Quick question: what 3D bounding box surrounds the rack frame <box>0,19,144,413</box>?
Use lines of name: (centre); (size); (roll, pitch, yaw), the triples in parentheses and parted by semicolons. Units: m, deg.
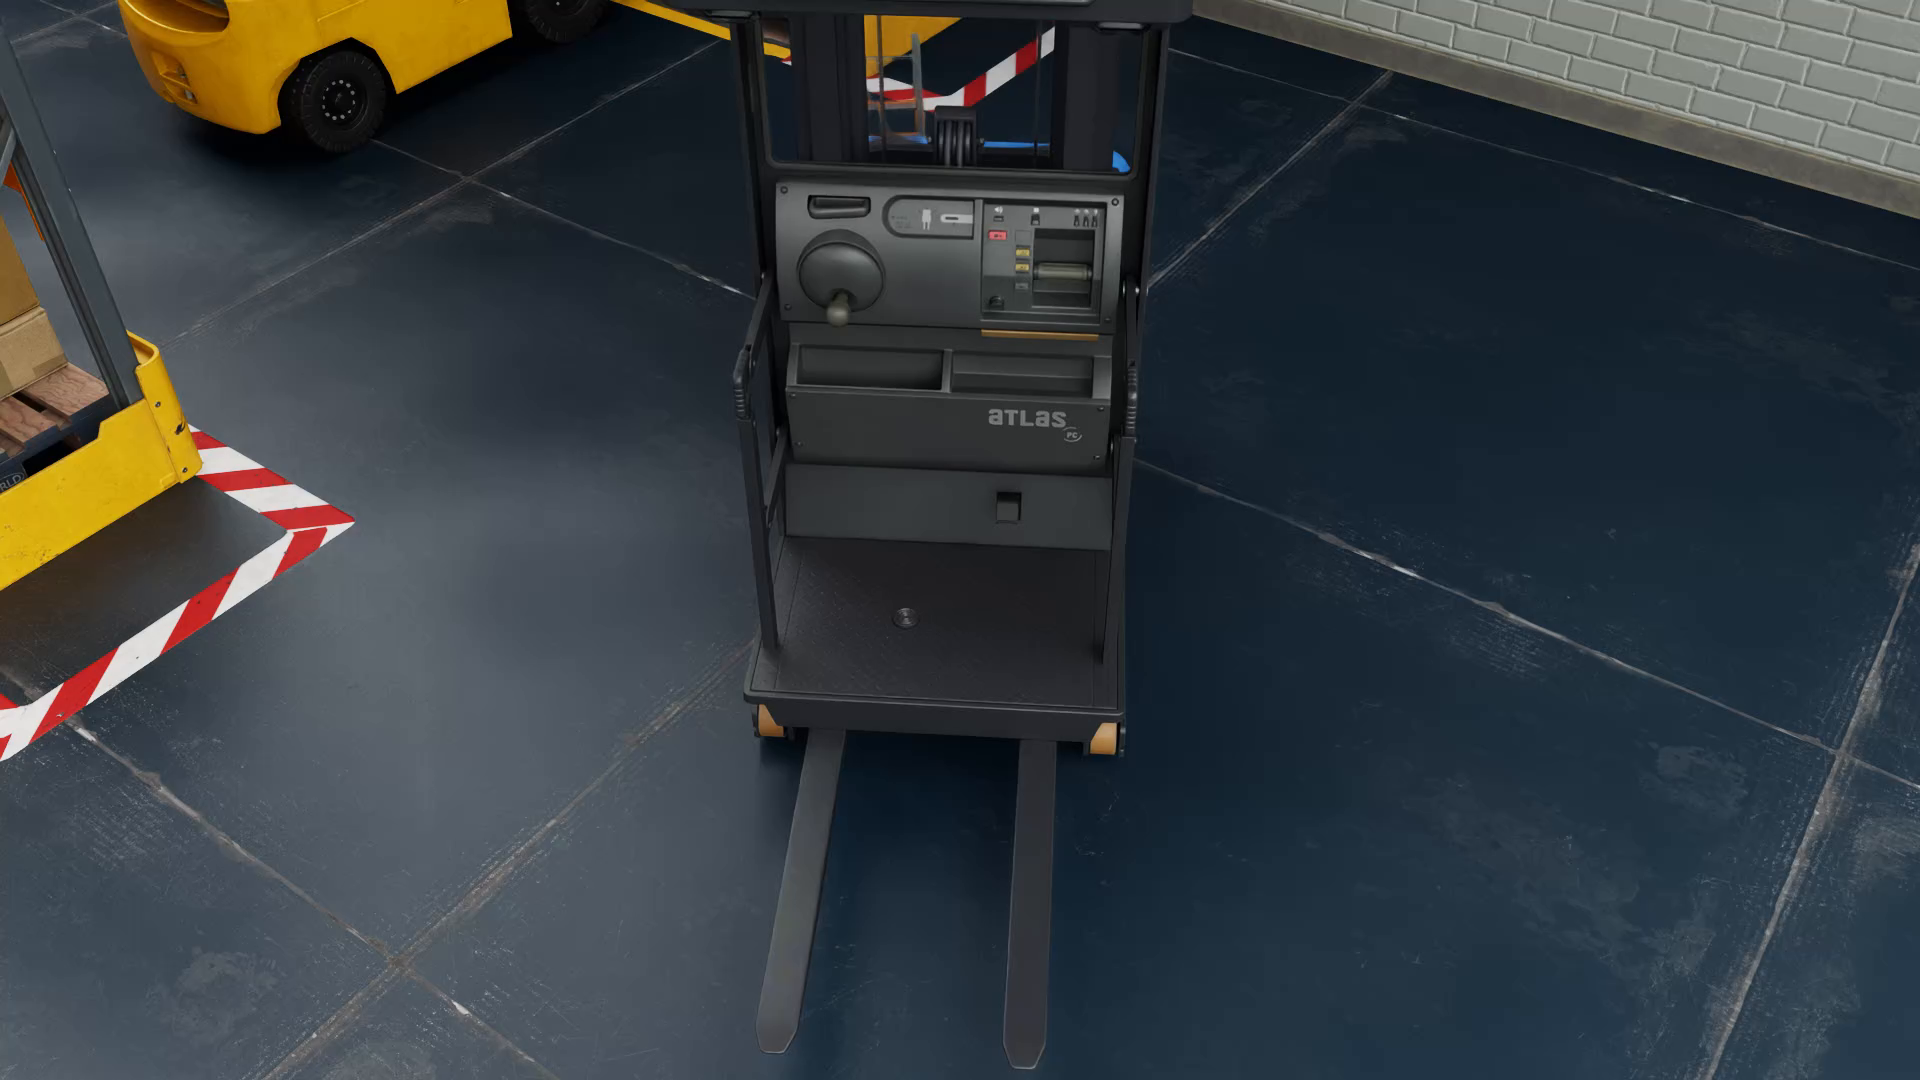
rack frame: (-3.143, -1.108, 4.738); (0.127, 3.000, 1.000); (25, 48, 25)

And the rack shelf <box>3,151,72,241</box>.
rack shelf: (-4.781, -1.605, 5.834); (4.000, 0.370, 1.077); (25, 48, 25)

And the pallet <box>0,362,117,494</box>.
pallet: (-3.850, -0.428, 6.070); (1.213, 0.211, 1.003); (25, 48, 25)

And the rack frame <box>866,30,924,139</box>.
rack frame: (-0.245, -1.290, 6.264); (0.240, 1.200, 0.006); (-3, 14, -4)

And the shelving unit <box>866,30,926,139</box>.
shelving unit: (-0.252, -1.311, 6.353); (0.258, 1.200, 0.189); (-3, 14, -4)

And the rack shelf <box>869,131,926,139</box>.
rack shelf: (-0.261, -1.501, 6.307); (0.258, 0.103, 0.180); (-3, 14, -4)

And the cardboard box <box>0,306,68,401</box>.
cardboard box: (-3.645, -0.699, 6.029); (0.500, 0.250, 0.500); (25, 47, 25)

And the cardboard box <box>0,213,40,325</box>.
cardboard box: (-3.665, -0.988, 5.789); (0.500, 0.500, 0.500); (24, 47, 24)

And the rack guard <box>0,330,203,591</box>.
rack guard: (-3.205, -0.205, 5.604); (0.348, 0.500, 1.175); (25, 48, 25)

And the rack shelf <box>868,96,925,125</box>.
rack shelf: (-0.266, -1.618, 6.279); (0.258, 0.103, 0.180); (-3, 14, -4)

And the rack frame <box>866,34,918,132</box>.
rack frame: (-0.260, -1.332, 6.442); (0.240, 1.200, 0.006); (-3, 14, -4)

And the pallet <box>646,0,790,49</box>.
pallet: (-0.946, -3.050, 9.000); (1.213, 0.211, 1.003); (25, 48, 25)

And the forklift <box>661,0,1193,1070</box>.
forklift: (-0.044, -0.677, 4.309); (1.130, 2.935, 3.031); (3, 42, 3)

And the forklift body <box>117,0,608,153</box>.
forklift body: (-2.896, -3.233, 7.750); (1.214, 2.155, 2.313); (25, 48, 25)

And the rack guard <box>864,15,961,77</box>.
rack guard: (-0.277, -2.878, 8.592); (0.348, 0.500, 1.175); (25, 48, 25)
